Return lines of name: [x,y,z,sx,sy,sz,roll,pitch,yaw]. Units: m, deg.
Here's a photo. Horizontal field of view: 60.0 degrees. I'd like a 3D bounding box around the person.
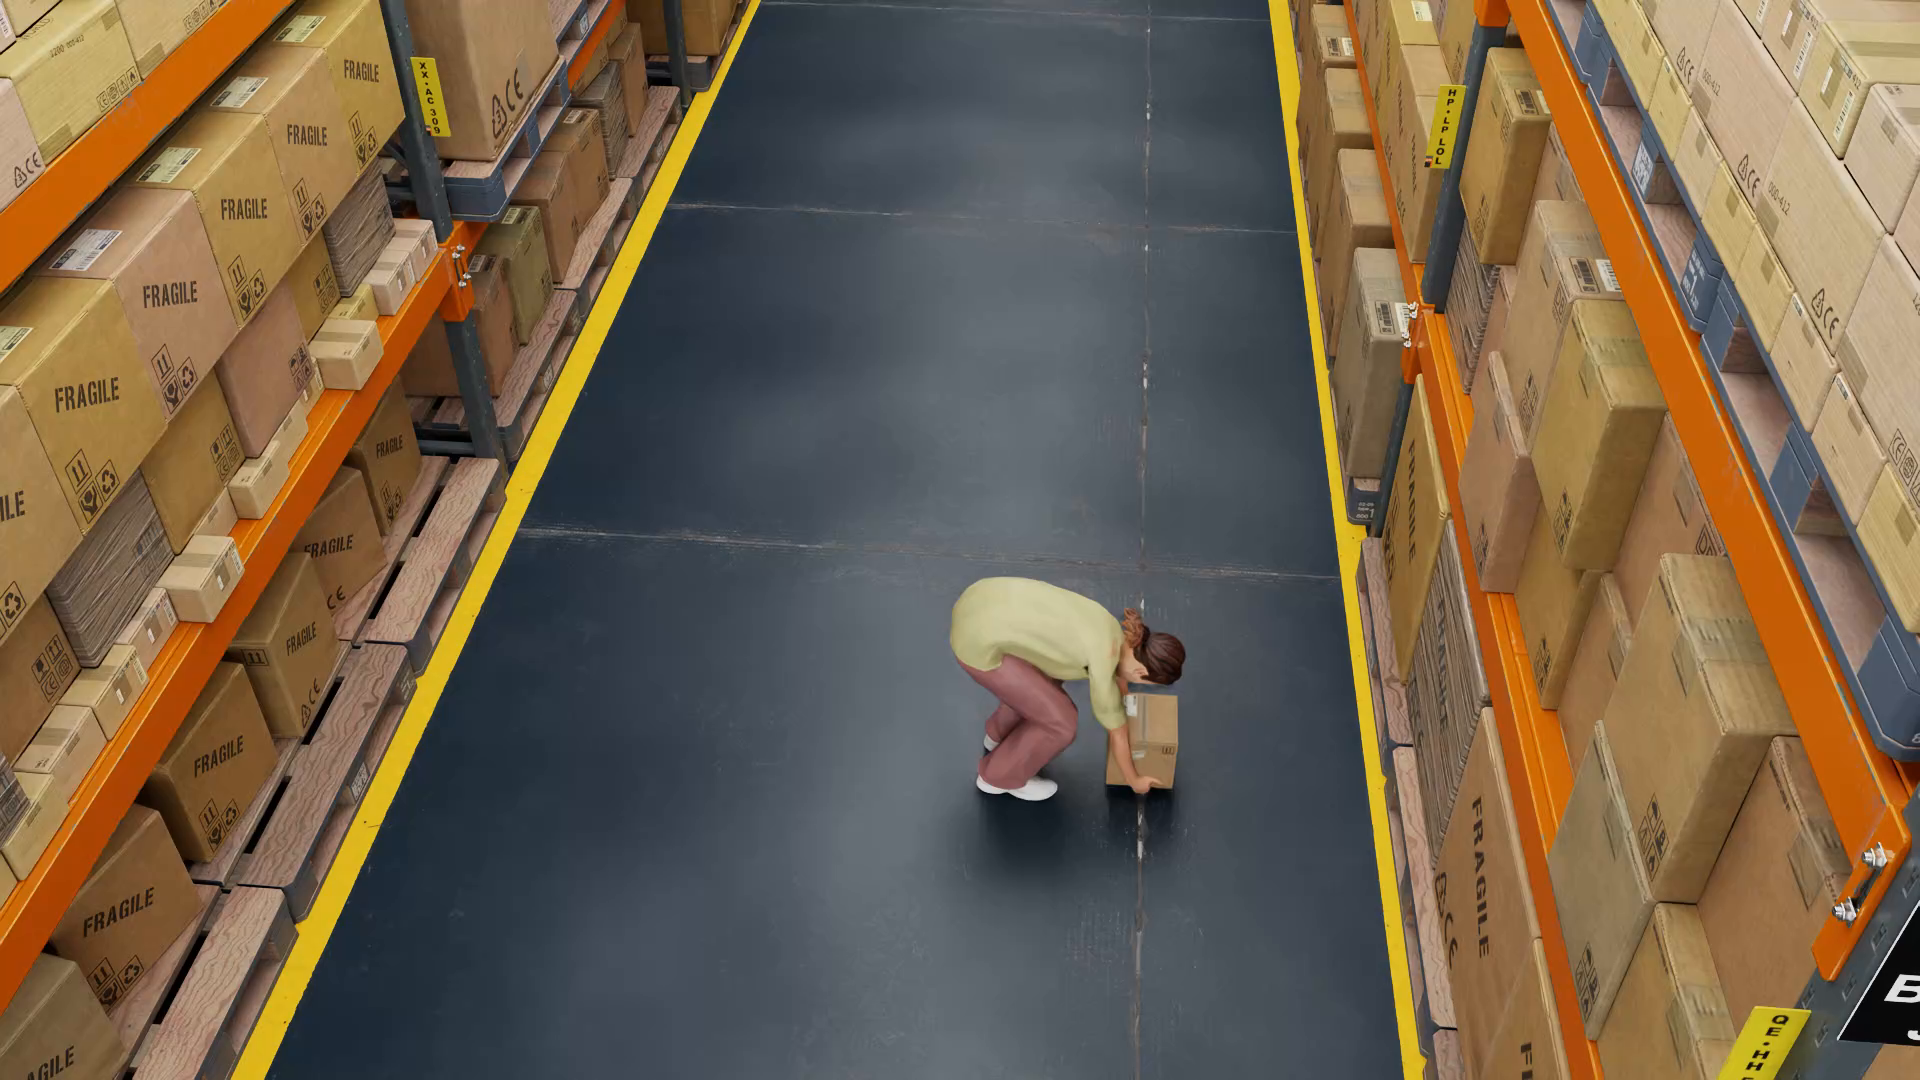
person: [0.389,0.555,6.133,0.849,0.857,0.468,1,40,2]
